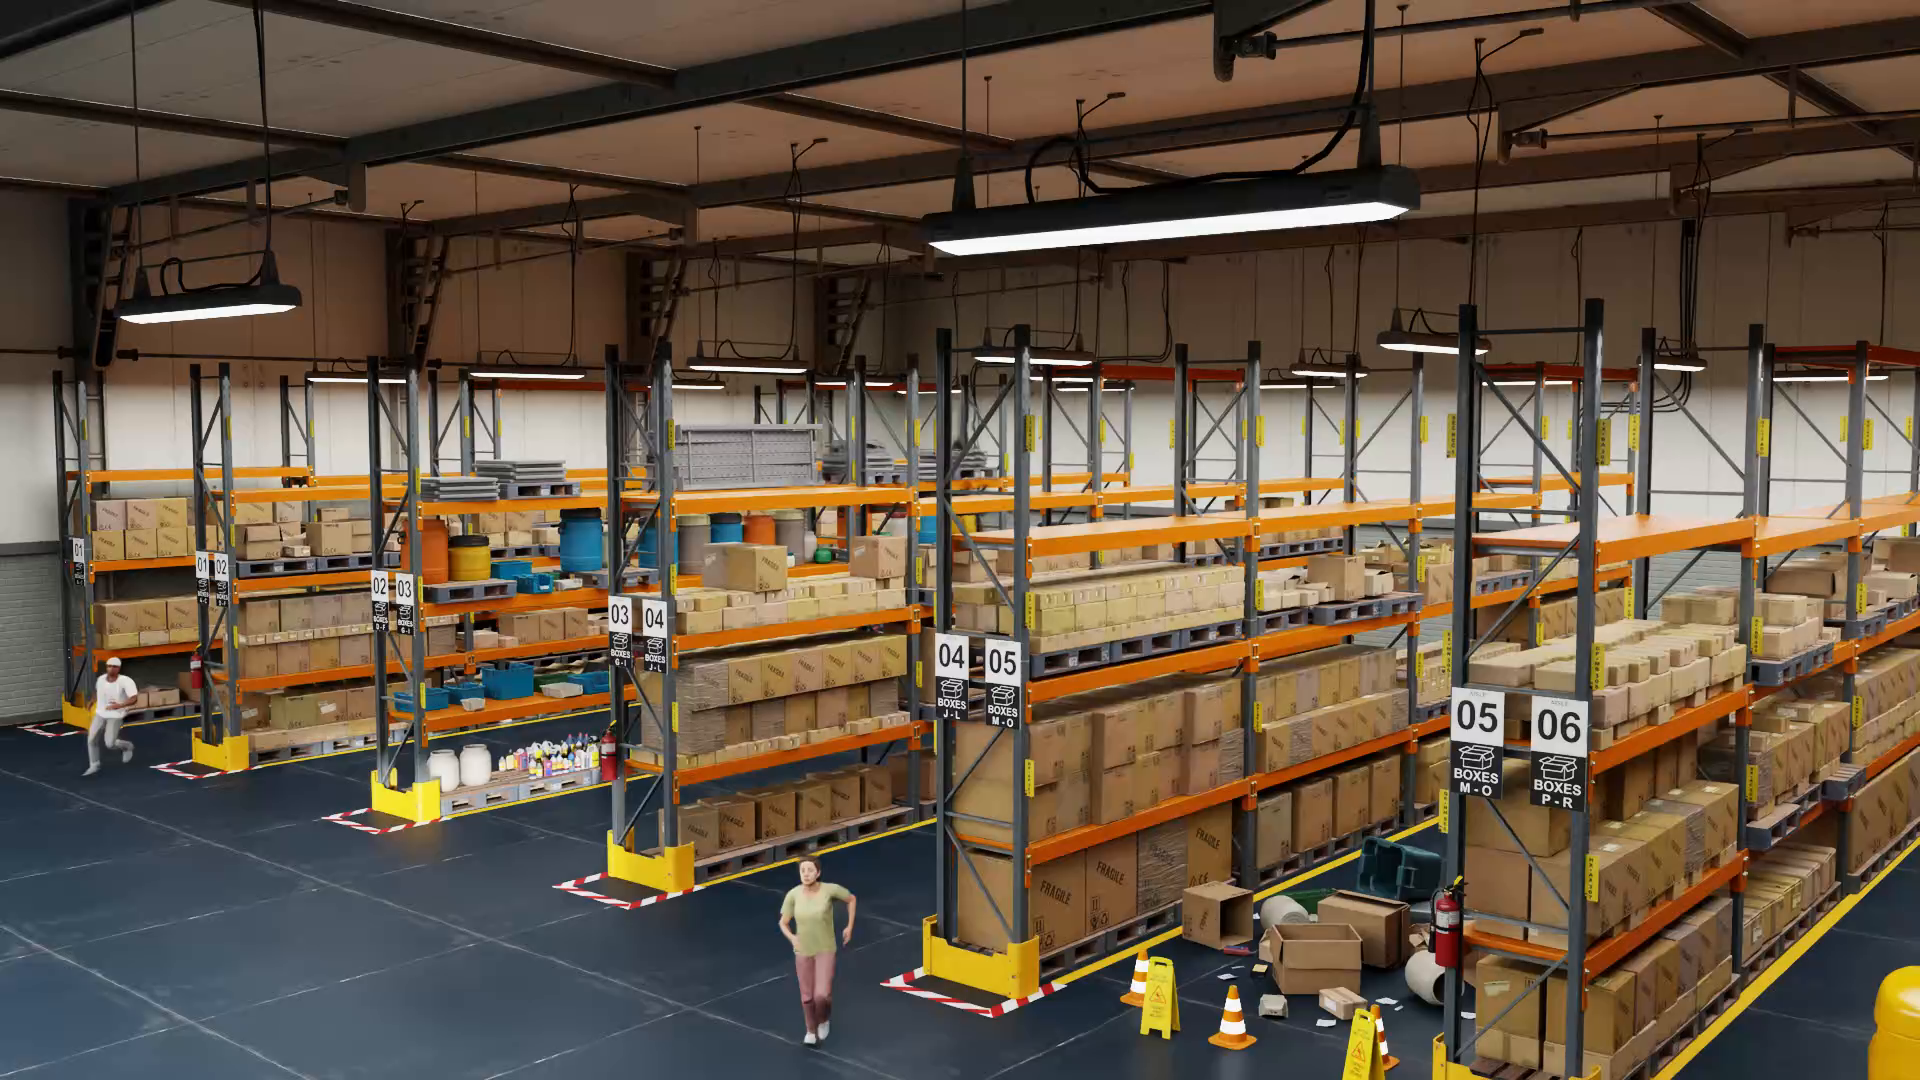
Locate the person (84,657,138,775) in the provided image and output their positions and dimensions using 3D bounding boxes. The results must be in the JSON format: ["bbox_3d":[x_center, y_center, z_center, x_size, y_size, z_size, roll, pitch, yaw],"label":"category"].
[{"bbox_3d":[-12.480,2.564,24.500,0.727,1.699,0.708,1,4,8],"label":"person"}]

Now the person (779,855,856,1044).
[{"bbox_3d":[-1.172,3.365,13.555,0.596,1.622,0.712,0,4,6],"label":"person"}]
